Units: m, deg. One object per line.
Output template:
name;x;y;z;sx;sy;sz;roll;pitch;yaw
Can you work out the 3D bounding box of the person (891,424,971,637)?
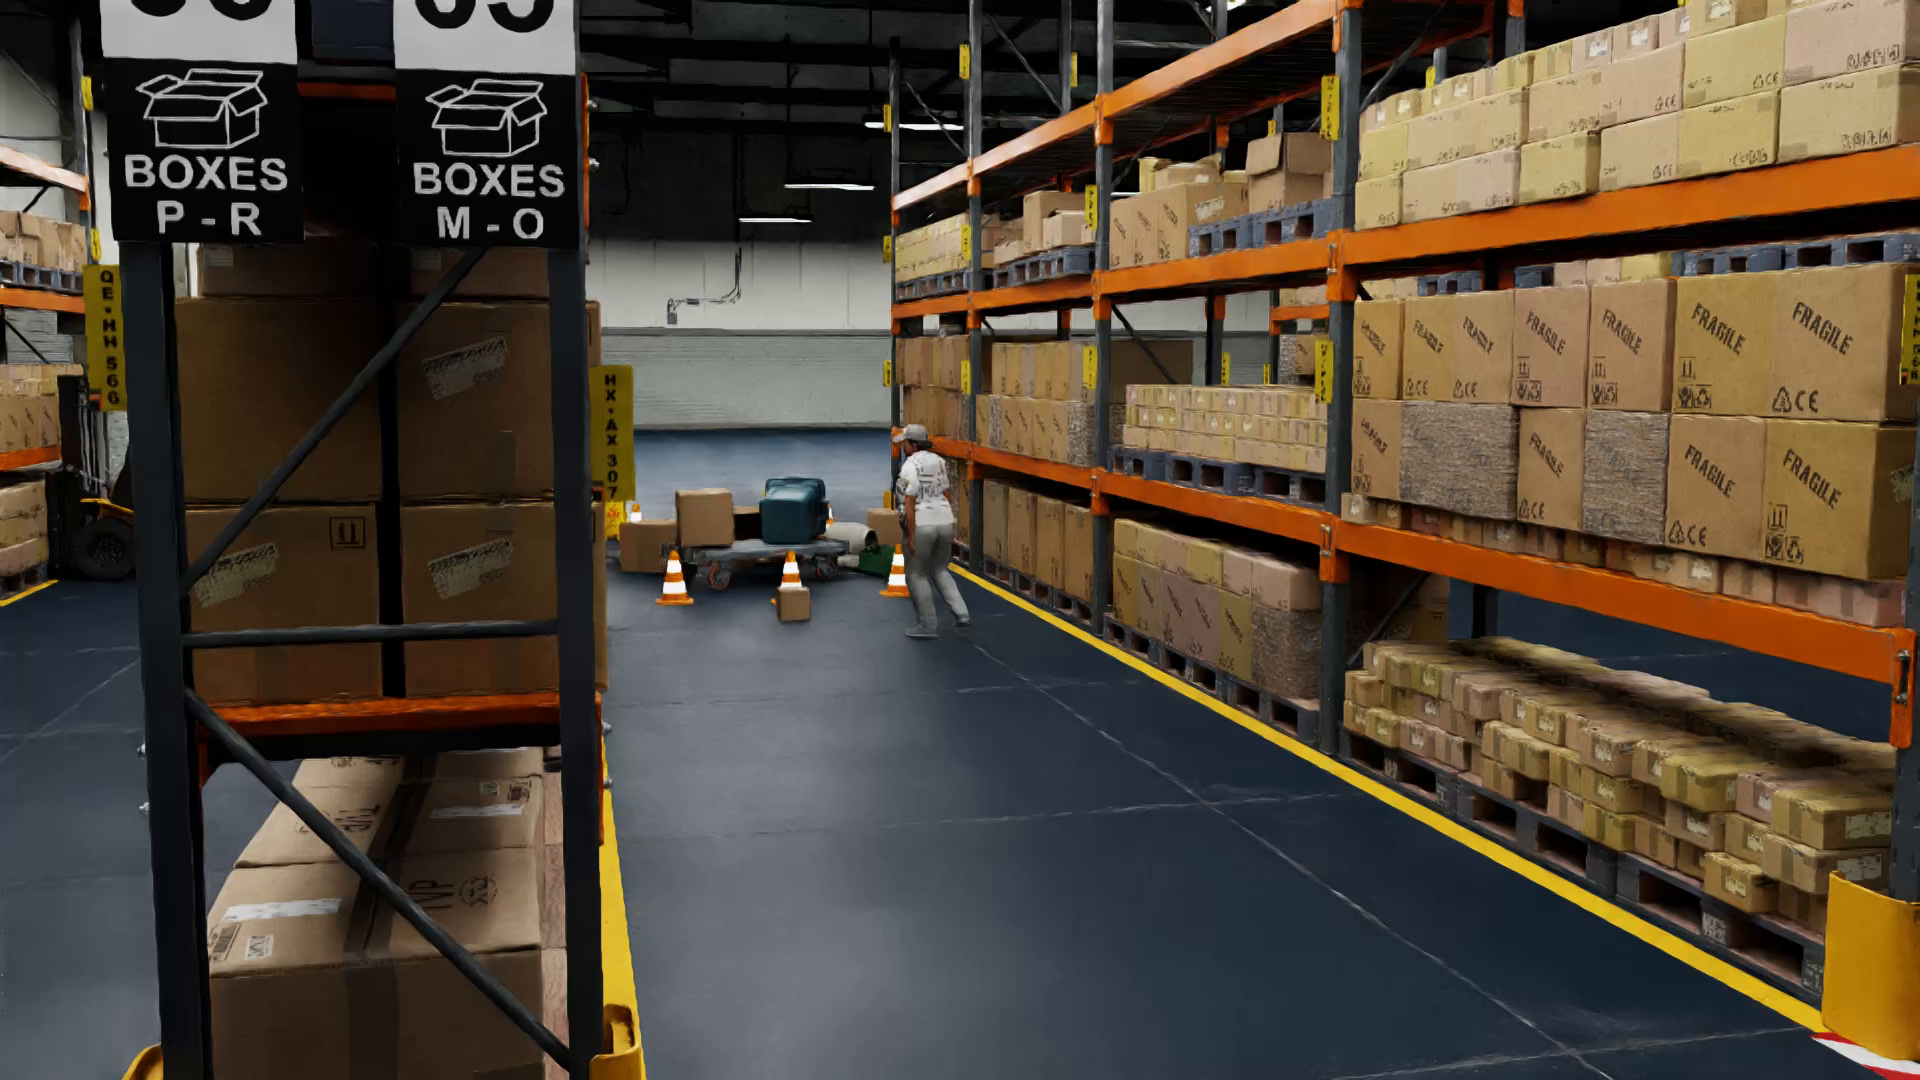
person;-0.222;-0.070;12.829;0.555;1.653;0.553;5;8;41
